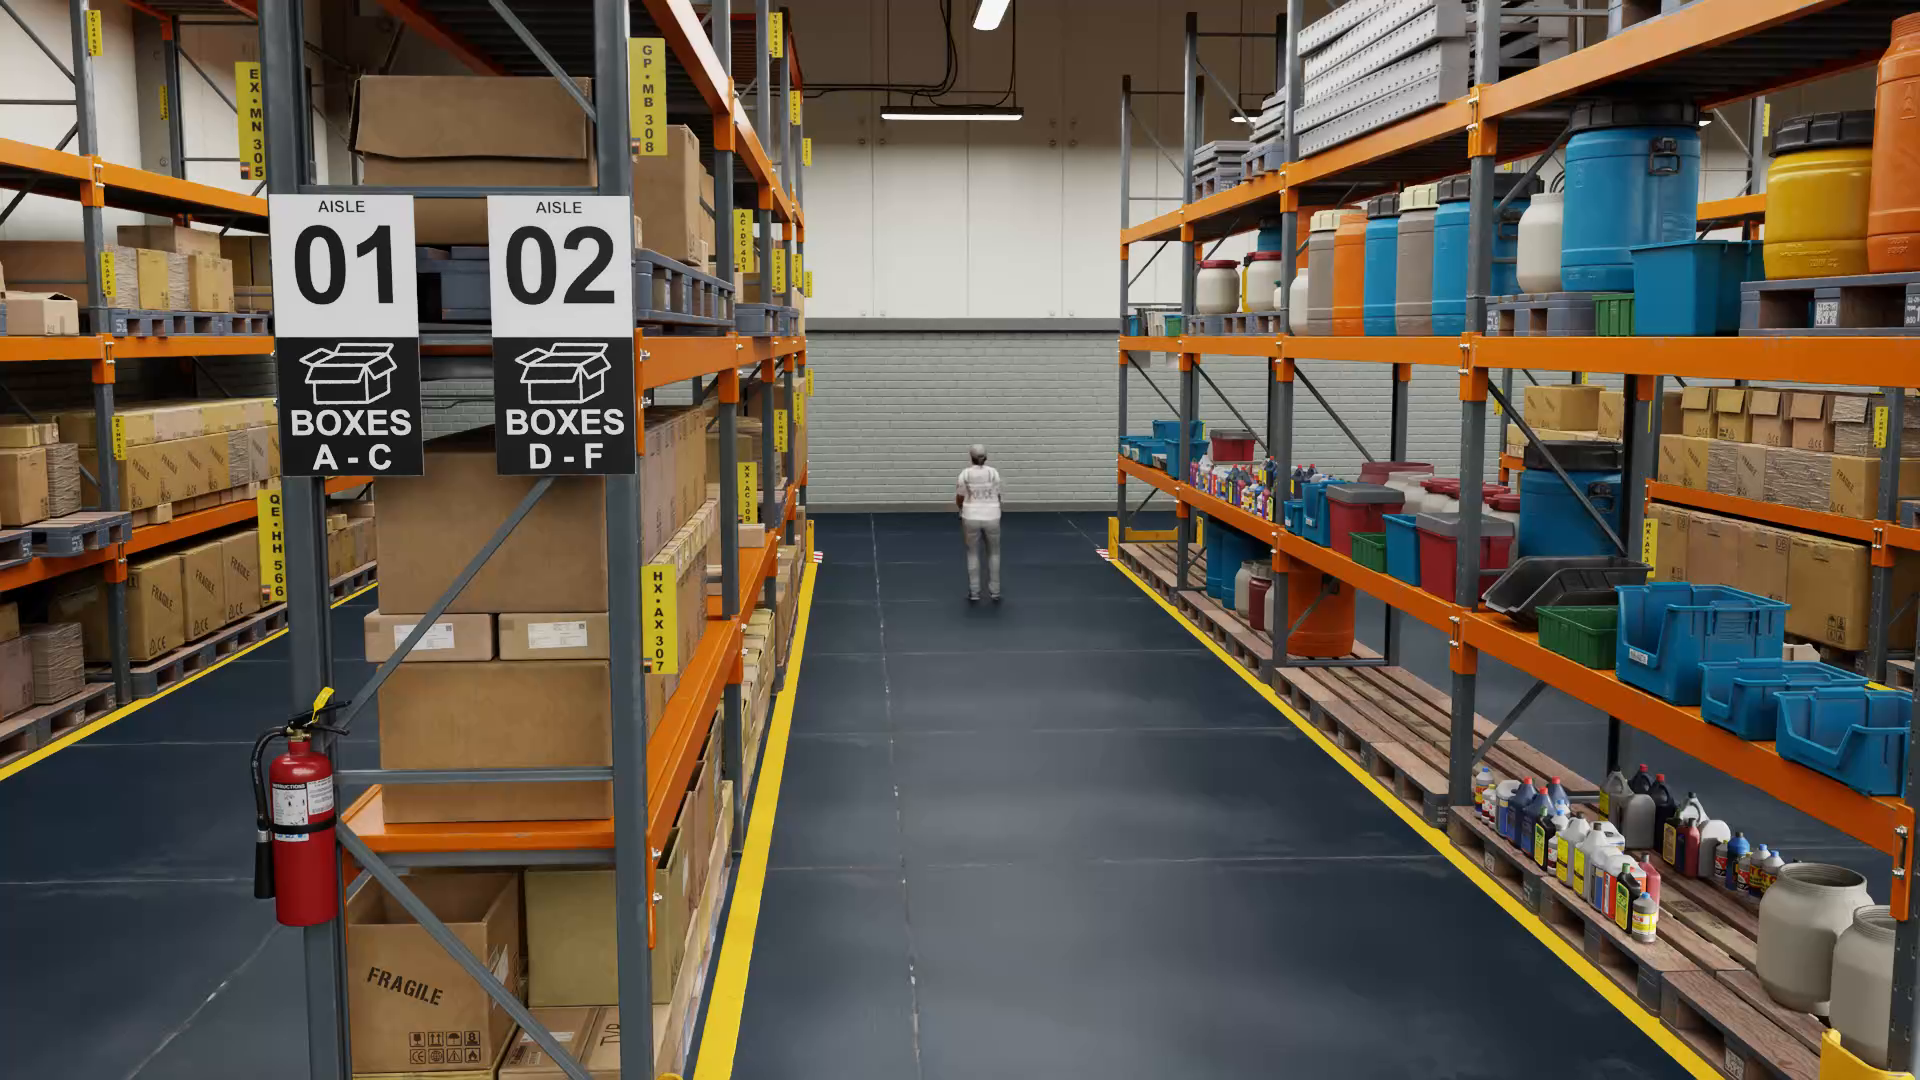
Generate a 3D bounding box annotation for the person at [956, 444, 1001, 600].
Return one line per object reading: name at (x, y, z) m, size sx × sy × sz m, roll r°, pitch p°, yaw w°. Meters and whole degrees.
person at (0.205, -0.198, 17.796) m, size 0.502 × 1.671 × 0.512 m, roll -1°, pitch 7°, yaw -4°
